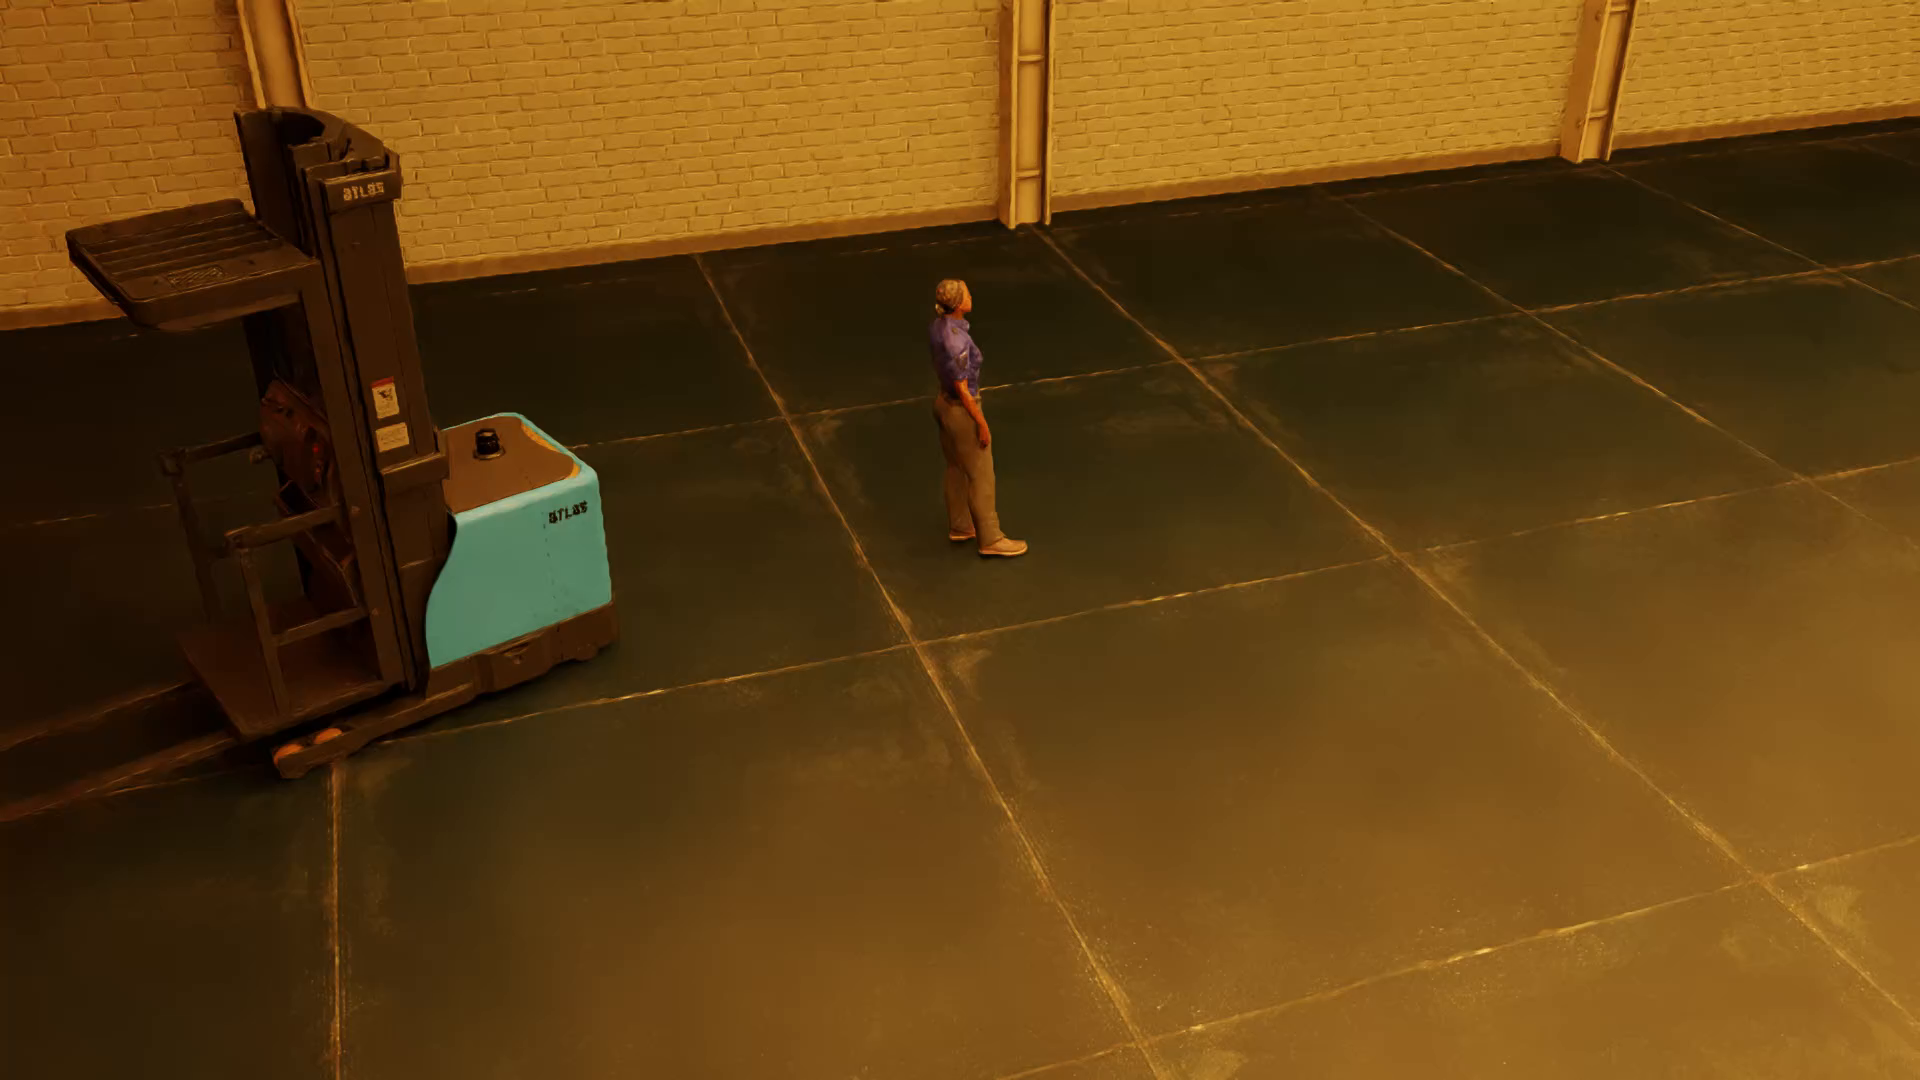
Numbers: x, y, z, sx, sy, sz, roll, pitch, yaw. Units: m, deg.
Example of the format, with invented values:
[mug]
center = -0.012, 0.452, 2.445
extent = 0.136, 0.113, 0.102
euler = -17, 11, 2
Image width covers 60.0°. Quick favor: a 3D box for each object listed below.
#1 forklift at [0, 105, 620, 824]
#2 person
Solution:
[forklift]
center = -3.307, -0.418, 7.813
extent = 3.031, 2.935, 1.130
euler = -22, 36, -33
[person]
center = 0.089, -0.728, 9.618
extent = 0.503, 1.654, 0.570
euler = -10, 31, -16
